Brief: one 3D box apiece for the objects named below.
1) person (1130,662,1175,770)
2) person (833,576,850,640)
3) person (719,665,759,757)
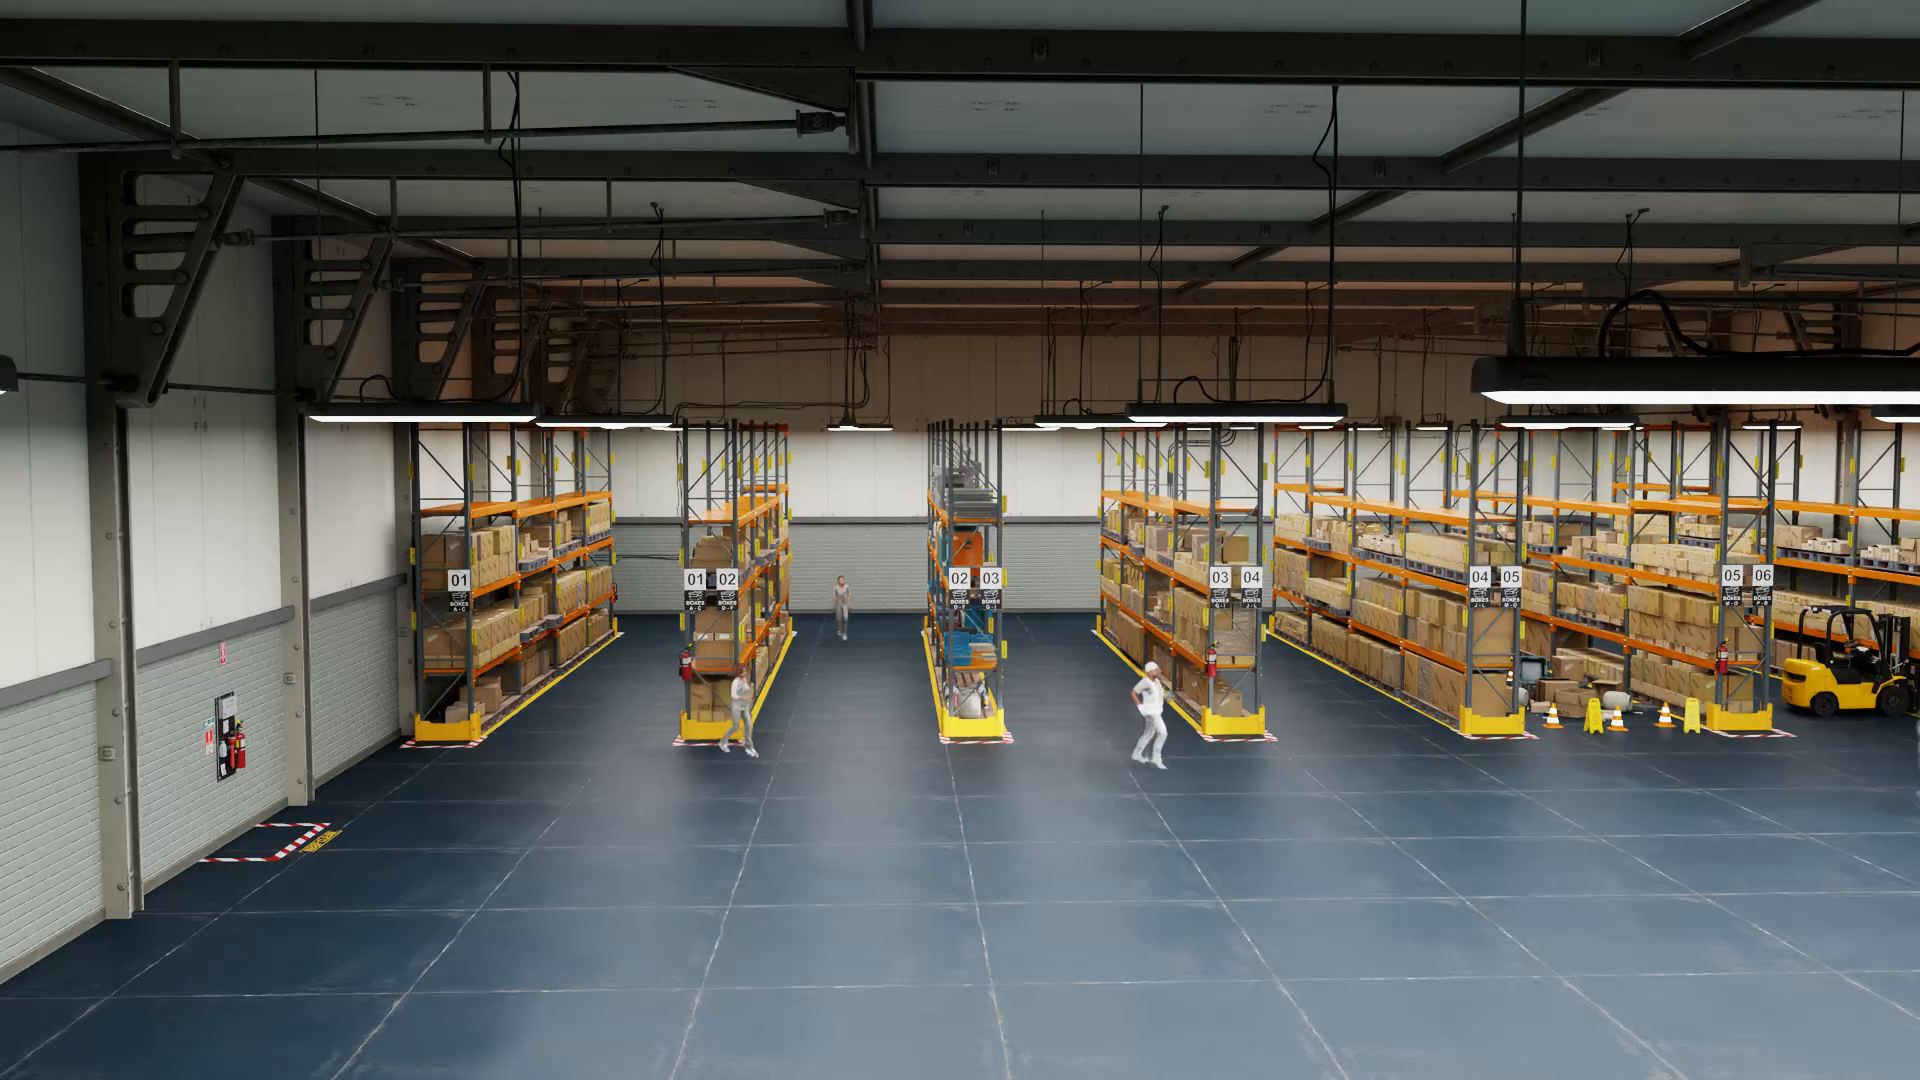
[{"bbox_3d":[3.298,3.007,28.487,0.770,1.841,0.657,1,4,22],"label":"person"},{"bbox_3d":[-3.185,1.816,44.745,0.500,1.728,0.806,-1,4,-8],"label":"person"},{"bbox_3d":[-3.937,3.025,29.564,0.762,1.630,0.557,2,4,25],"label":"person"}]
